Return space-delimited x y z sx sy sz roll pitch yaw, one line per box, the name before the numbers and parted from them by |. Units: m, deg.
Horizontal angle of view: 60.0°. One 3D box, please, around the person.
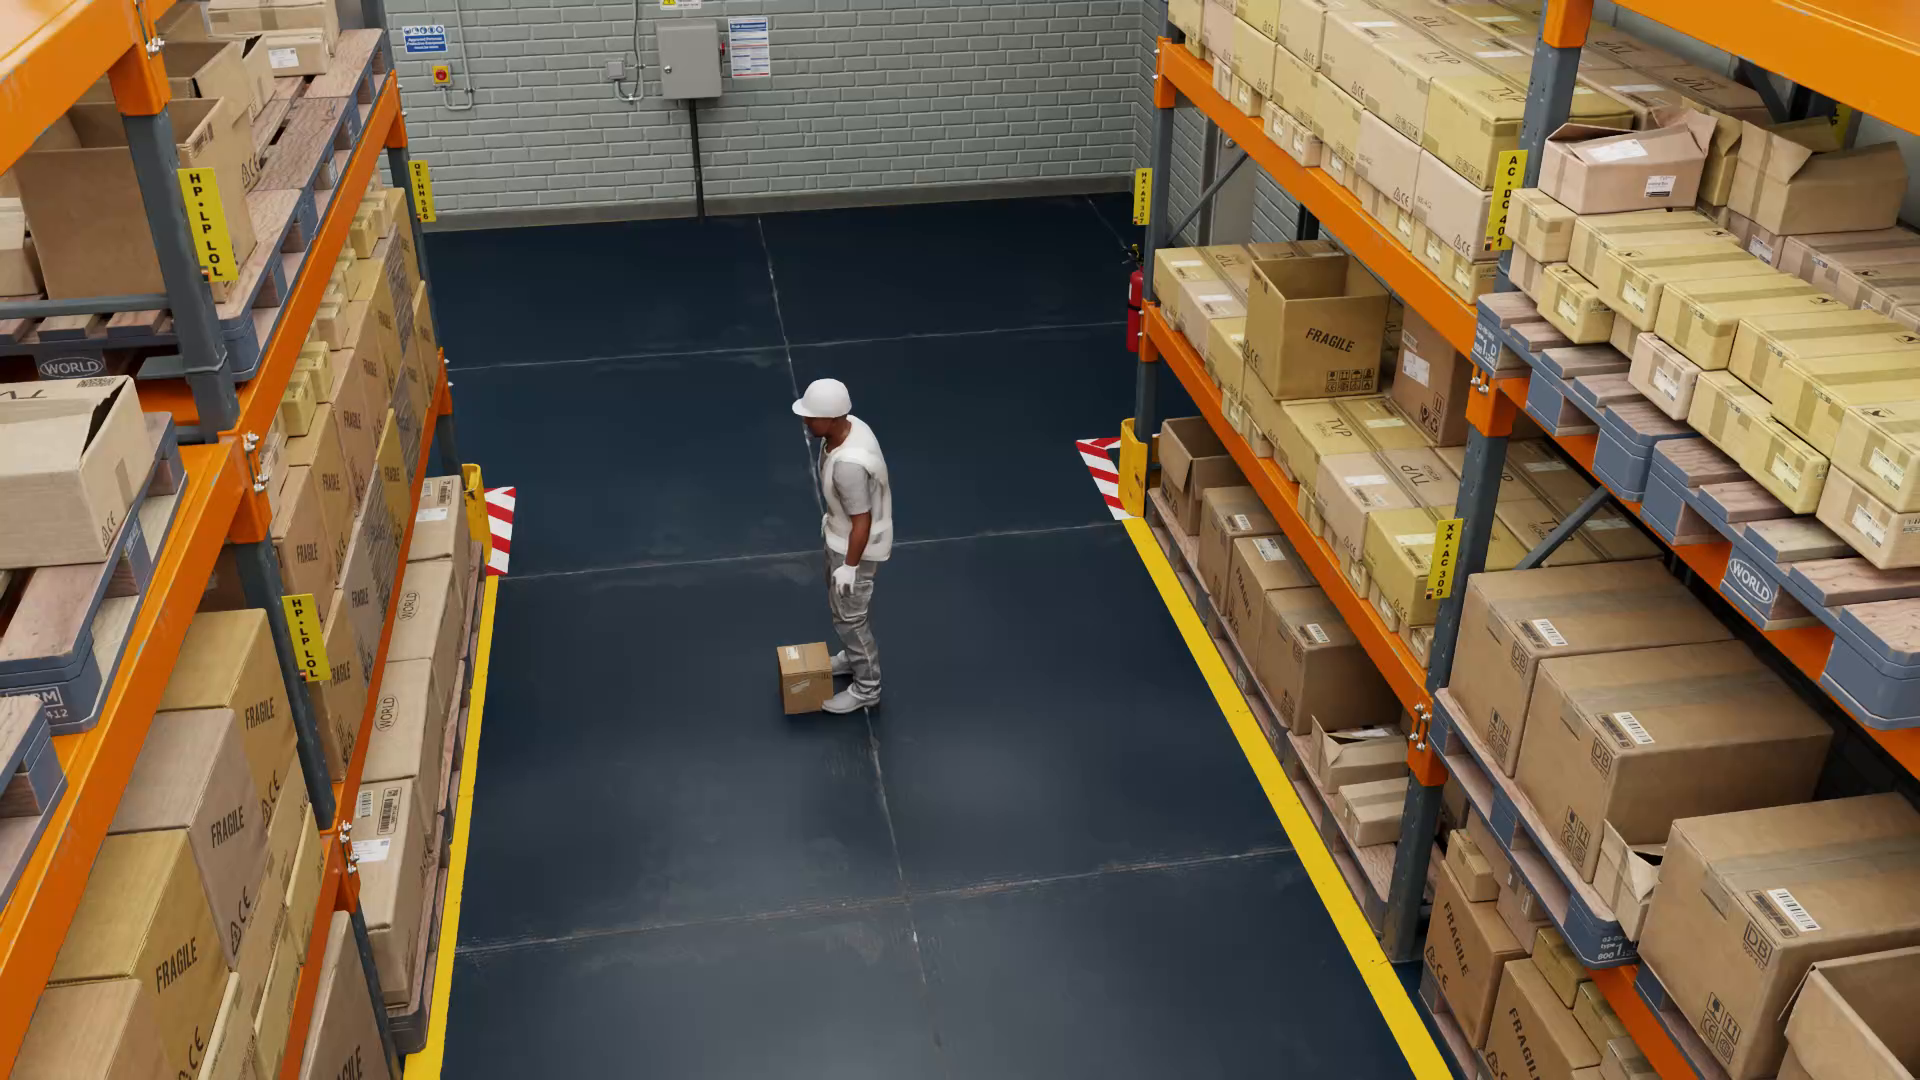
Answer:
person | -0.557 0.013 8.105 0.447 1.774 0.618 -5 31 -9
